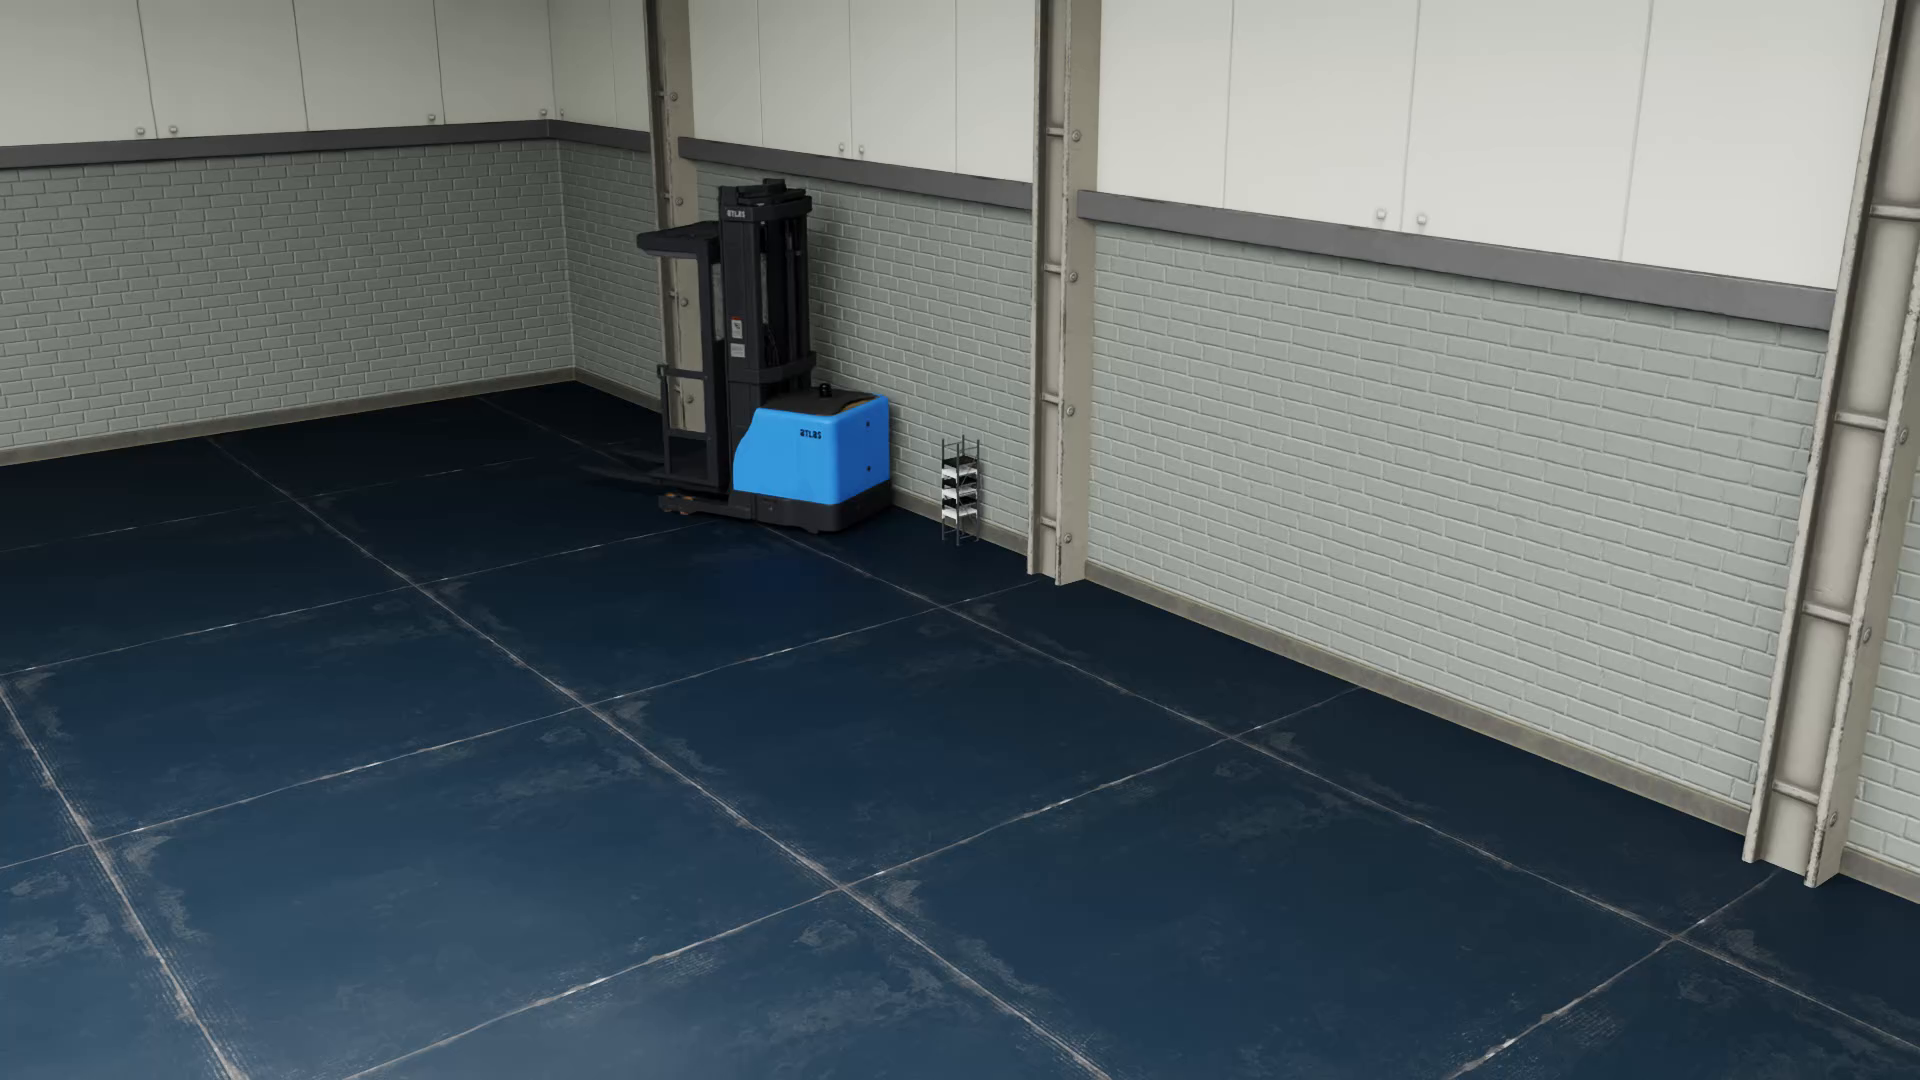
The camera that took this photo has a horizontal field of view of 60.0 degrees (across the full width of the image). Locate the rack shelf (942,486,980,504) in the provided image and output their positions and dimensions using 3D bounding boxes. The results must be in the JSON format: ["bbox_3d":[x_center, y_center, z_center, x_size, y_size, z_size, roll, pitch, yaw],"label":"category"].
[{"bbox_3d":[0.005,-0.394,14.225,0.258,0.077,0.200,-14,23,-36],"label":"rack shelf"}]

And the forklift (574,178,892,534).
[{"bbox_3d":[-2.166,-1.751,14.988,3.031,2.935,1.130,9,21,26],"label":"forklift"}]

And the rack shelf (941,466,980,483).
[{"bbox_3d":[0.005,-0.564,14.169,0.258,0.077,0.200,-14,23,-36],"label":"rack shelf"}]

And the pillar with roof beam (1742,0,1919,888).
[{"bbox_3d":[1.139,-1.667,5.081,9.100,9.000,0.400,-14,23,-36],"label":"pillar with roof beam"}]

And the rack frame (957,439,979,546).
[{"bbox_3d":[0.068,-0.400,14.139,0.240,0.900,0.006,-14,23,-36],"label":"rack frame"}]

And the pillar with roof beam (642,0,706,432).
[{"bbox_3d":[-6.312,-4.624,14.011,9.100,9.000,0.400,-14,23,-36],"label":"pillar with roof beam"}]

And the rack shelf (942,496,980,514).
[{"bbox_3d":[0.005,-0.308,14.254,0.258,0.077,0.200,-14,23,-36],"label":"rack shelf"}]

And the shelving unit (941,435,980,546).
[{"bbox_3d":[0.005,-0.425,14.215,0.258,0.900,0.210,-14,23,-36],"label":"shelving unit"}]

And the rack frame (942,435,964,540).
[{"bbox_3d":[-0.058,-0.450,14.291,0.240,0.900,0.006,-14,23,-36],"label":"rack frame"}]

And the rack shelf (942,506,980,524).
[{"bbox_3d":[0.005,-0.223,14.282,0.258,0.077,0.200,-14,23,-36],"label":"rack shelf"}]

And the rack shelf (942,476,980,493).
[{"bbox_3d":[0.005,-0.479,14.197,0.258,0.077,0.200,-14,23,-36],"label":"rack shelf"}]

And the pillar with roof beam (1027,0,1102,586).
[{"bbox_3d":[-2.586,-3.146,9.546,9.100,9.000,0.400,-14,23,-36],"label":"pillar with roof beam"}]

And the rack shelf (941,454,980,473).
[{"bbox_3d":[0.005,-0.650,14.141,0.258,0.077,0.200,-14,23,-36],"label":"rack shelf"}]
